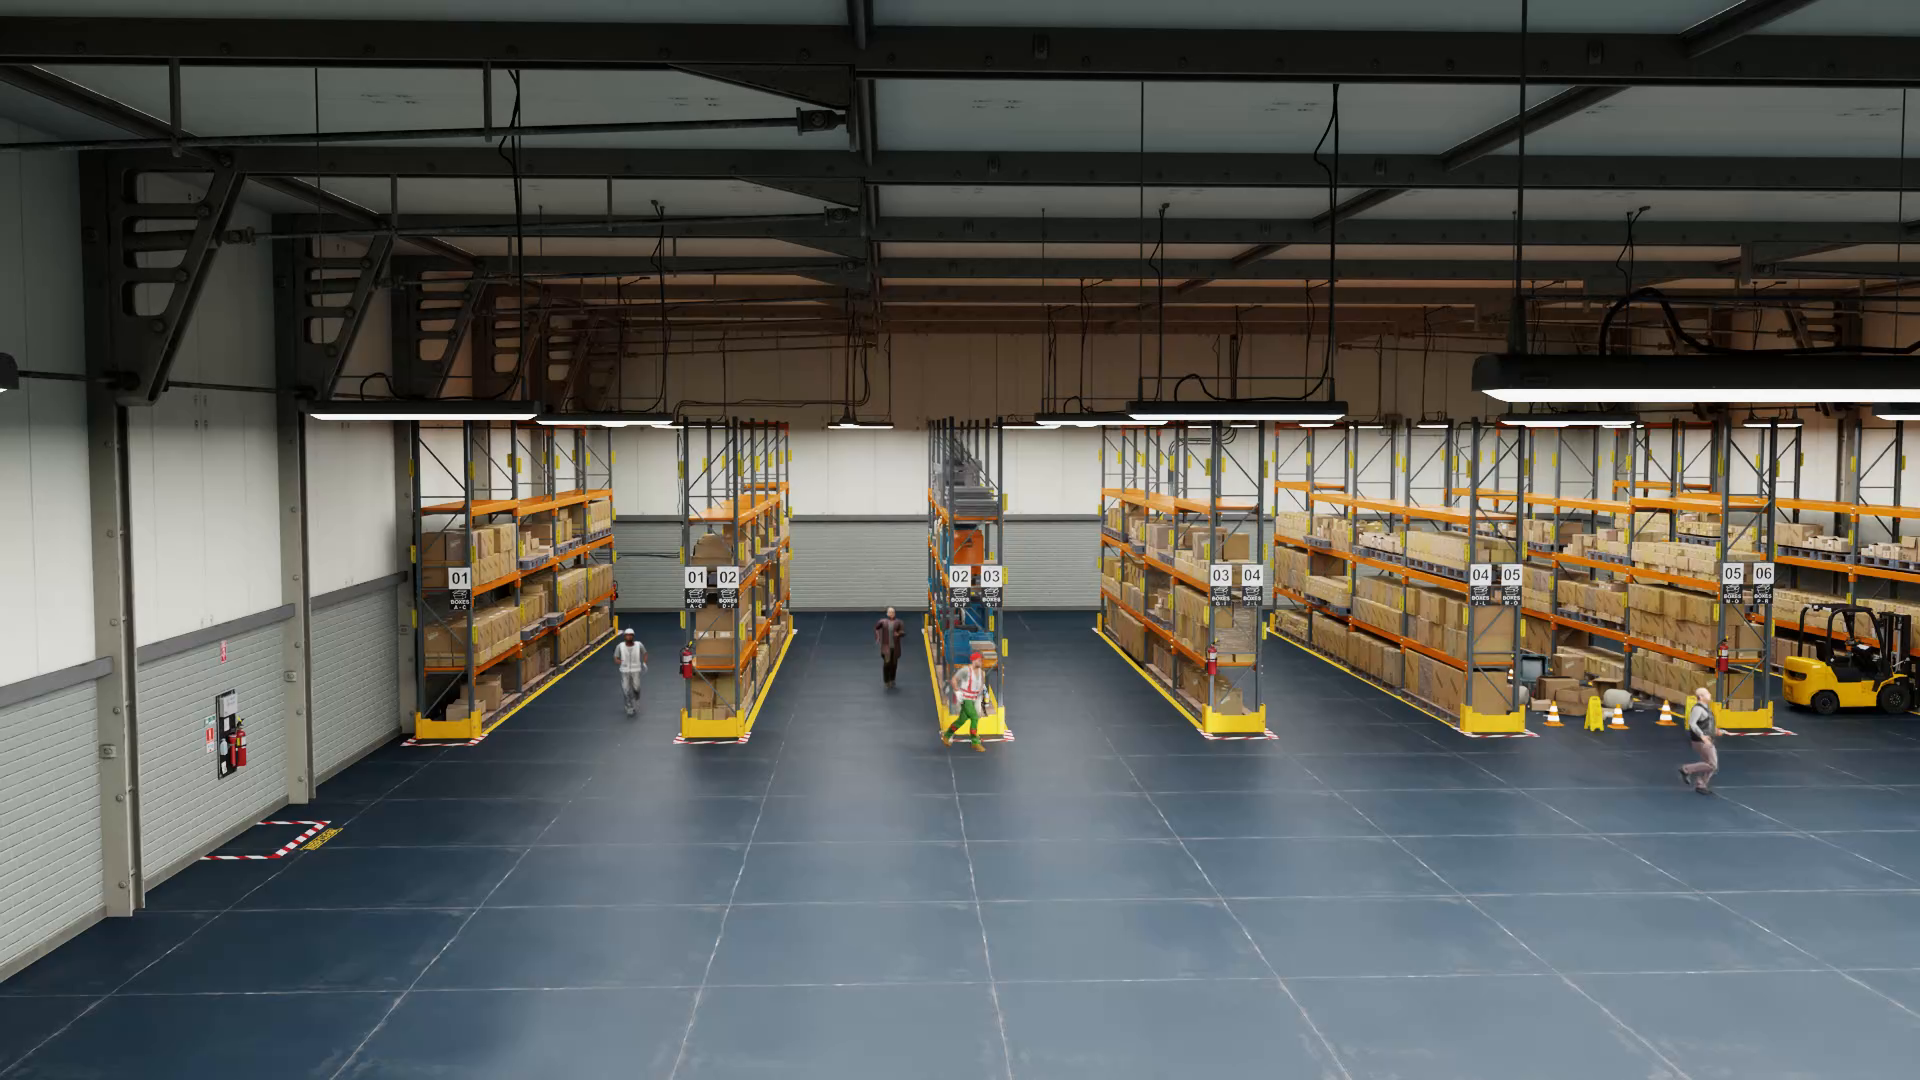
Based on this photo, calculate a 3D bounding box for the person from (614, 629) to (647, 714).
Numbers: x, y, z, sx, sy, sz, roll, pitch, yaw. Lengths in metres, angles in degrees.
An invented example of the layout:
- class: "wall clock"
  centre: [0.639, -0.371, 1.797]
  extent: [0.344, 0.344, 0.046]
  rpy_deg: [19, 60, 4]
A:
- class: "person"
  centre: [-6.635, 2.659, 33.510]
  extent: [0.673, 1.739, 0.592]
  rpy_deg: [-1, 4, -11]

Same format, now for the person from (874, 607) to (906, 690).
- class: "person"
  centre: [-1.545, 2.425, 37.046]
  extent: [0.675, 1.846, 0.829]
  rpy_deg: [-1, 4, -11]

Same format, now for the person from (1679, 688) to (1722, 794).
- class: "person"
  centre: [11.713, 3.178, 26.291]
  extent: [0.585, 1.683, 0.606]
  rpy_deg: [2, 4, 32]

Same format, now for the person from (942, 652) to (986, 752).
- class: "person"
  centre: [0.131, 2.885, 29.995]
  extent: [0.970, 1.747, 0.659]
  rpy_deg: [3, 5, 37]
